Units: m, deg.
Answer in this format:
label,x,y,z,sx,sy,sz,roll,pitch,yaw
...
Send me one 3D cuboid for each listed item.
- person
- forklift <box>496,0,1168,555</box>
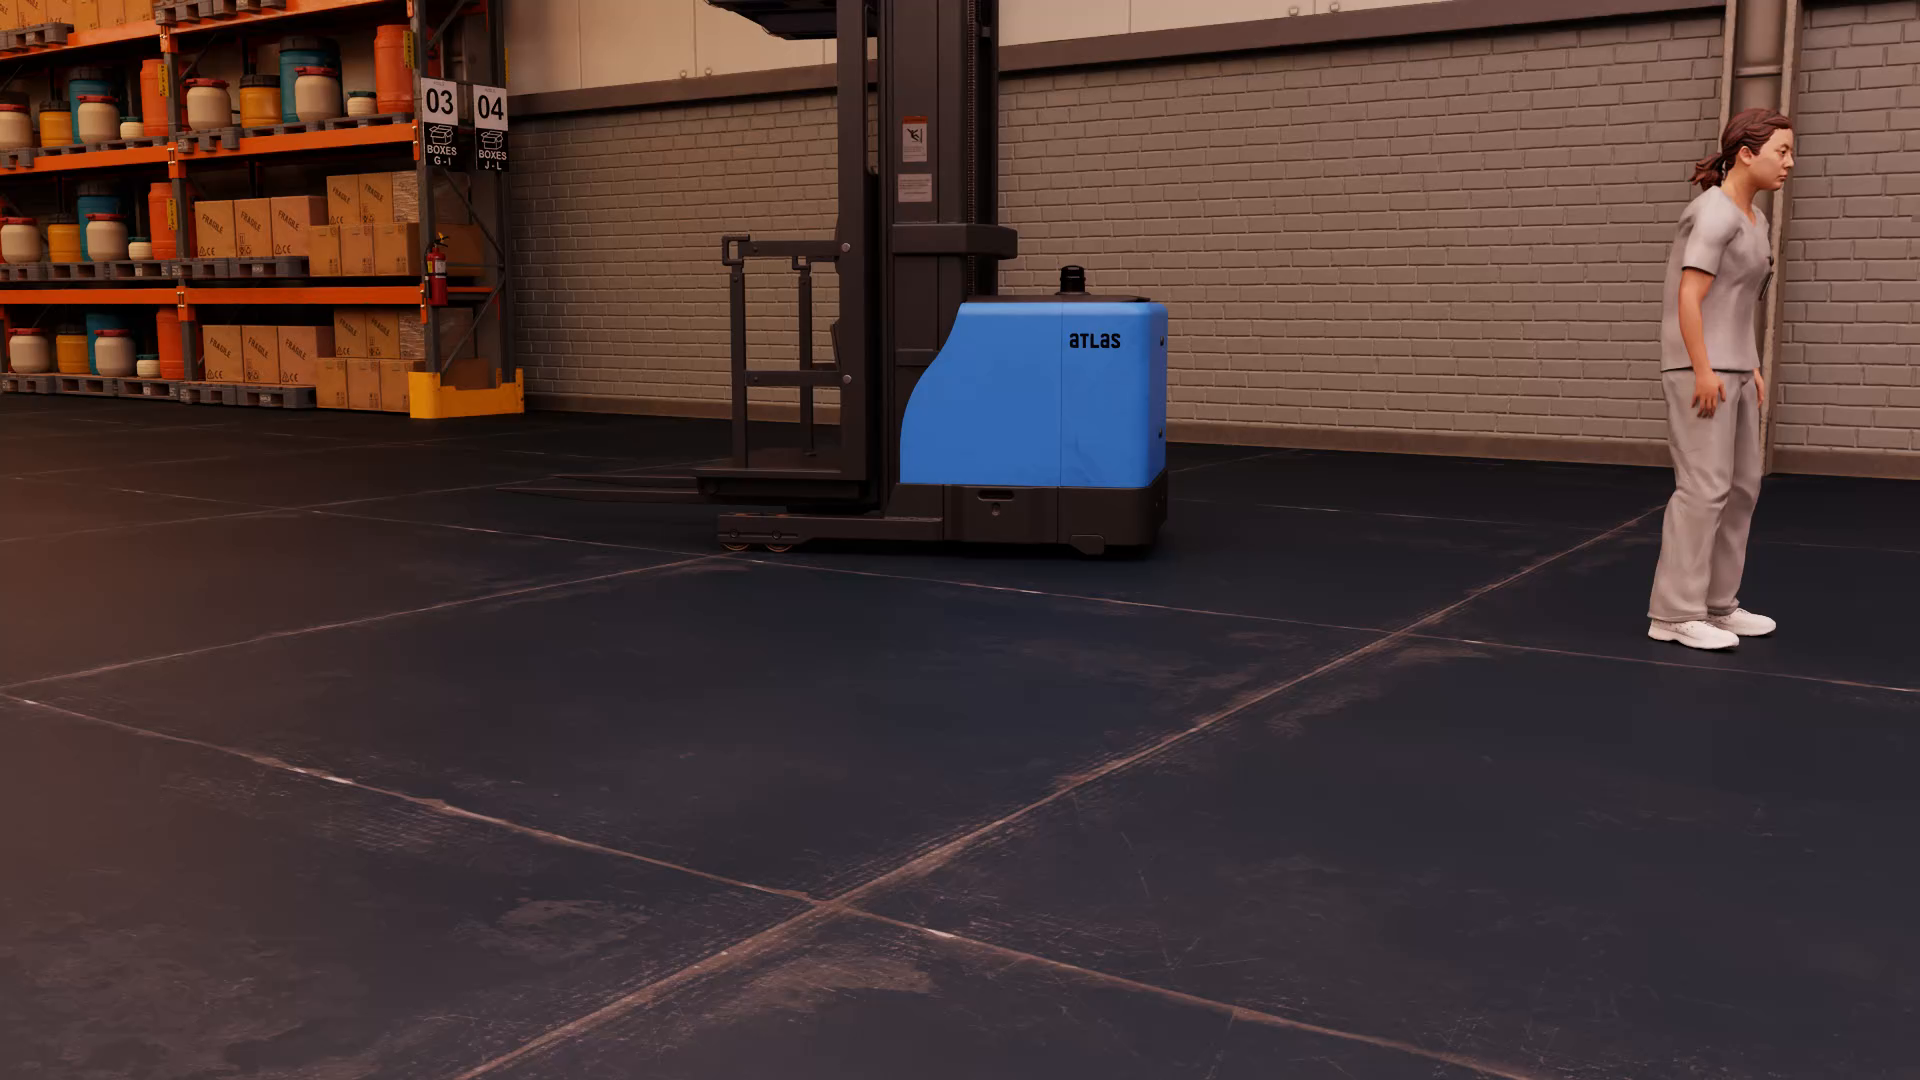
label,x,y,z,sx,sy,sz,roll,pitch,yaw
person,2.421,-0.516,5.291,0.353,1.673,0.491,8,11,43
forklift,-0.596,-1.469,7.520,3.031,2.935,1.130,2,8,12
